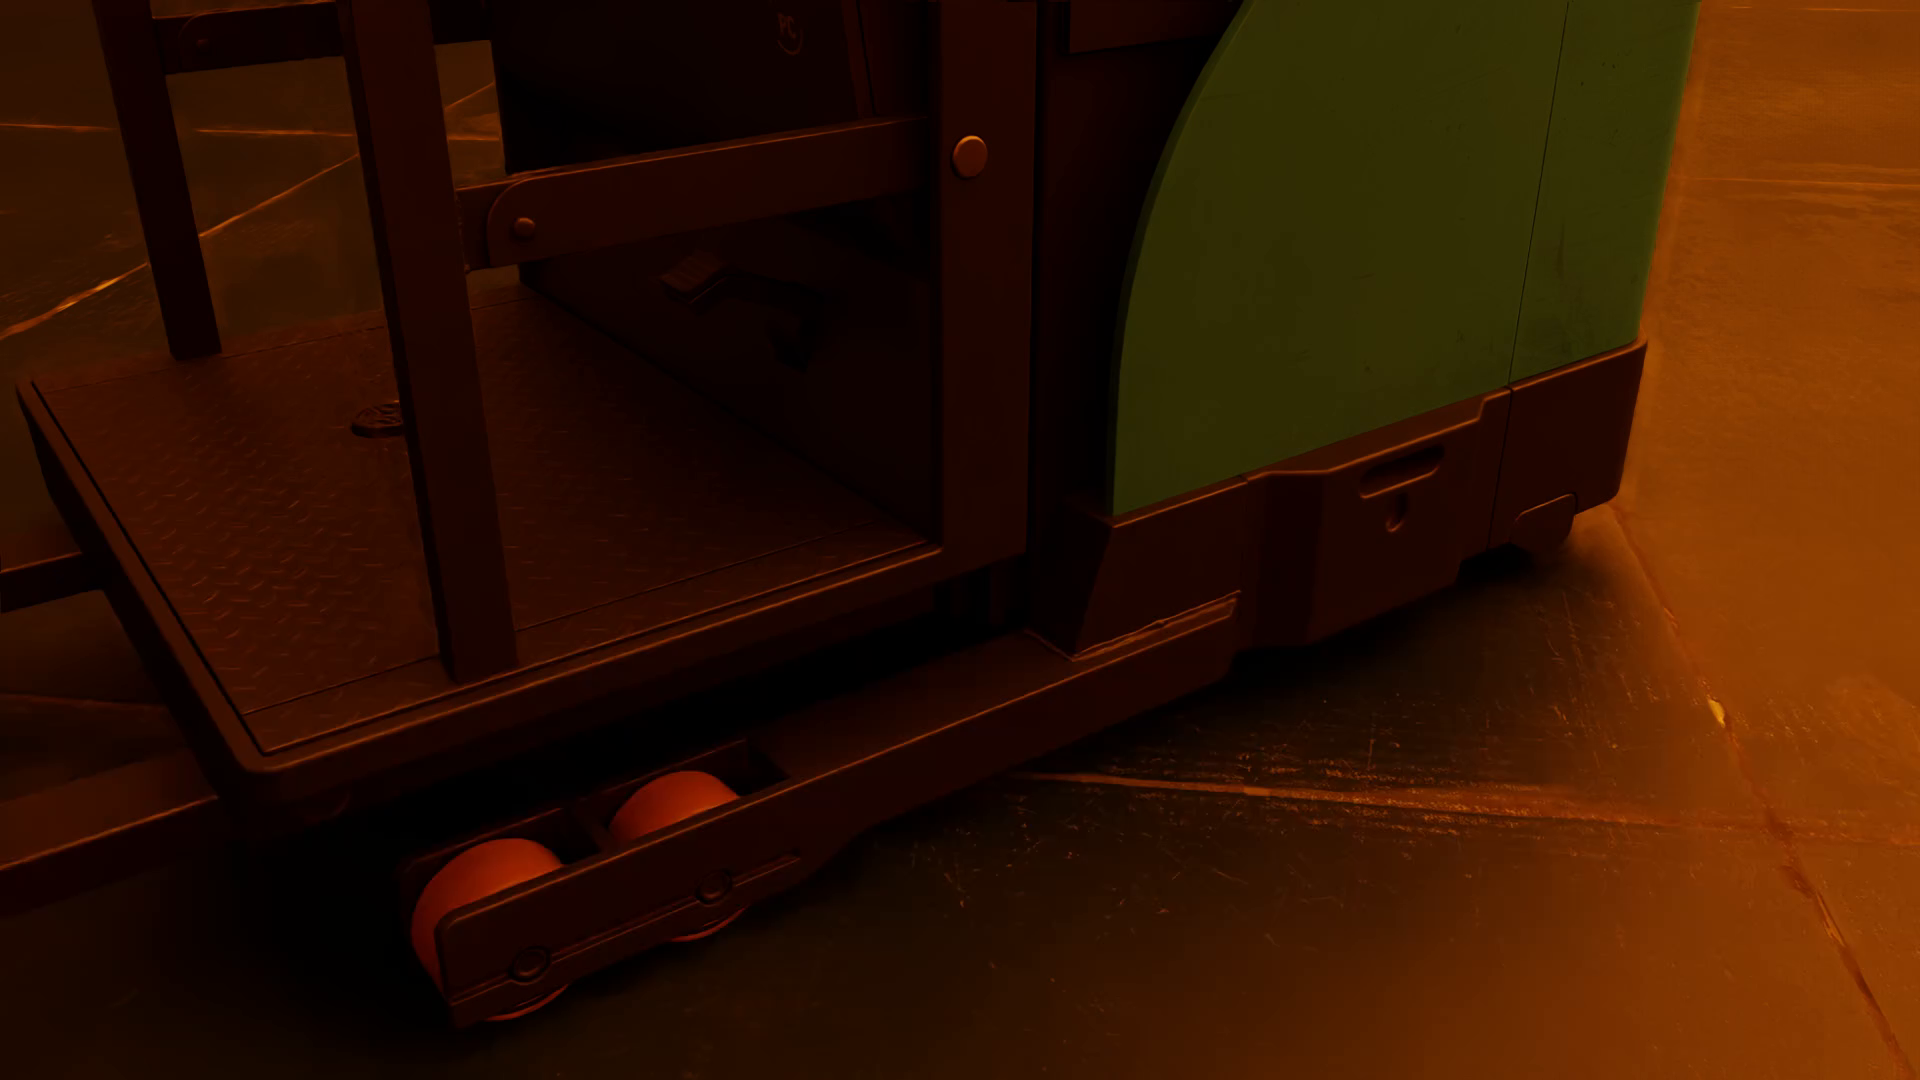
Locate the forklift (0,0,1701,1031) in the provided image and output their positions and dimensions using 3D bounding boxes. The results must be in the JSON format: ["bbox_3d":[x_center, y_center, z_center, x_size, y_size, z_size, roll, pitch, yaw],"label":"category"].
[{"bbox_3d":[-0.498,-1.124,1.469,3.031,2.935,1.130,-18,32,-32],"label":"forklift"}]
